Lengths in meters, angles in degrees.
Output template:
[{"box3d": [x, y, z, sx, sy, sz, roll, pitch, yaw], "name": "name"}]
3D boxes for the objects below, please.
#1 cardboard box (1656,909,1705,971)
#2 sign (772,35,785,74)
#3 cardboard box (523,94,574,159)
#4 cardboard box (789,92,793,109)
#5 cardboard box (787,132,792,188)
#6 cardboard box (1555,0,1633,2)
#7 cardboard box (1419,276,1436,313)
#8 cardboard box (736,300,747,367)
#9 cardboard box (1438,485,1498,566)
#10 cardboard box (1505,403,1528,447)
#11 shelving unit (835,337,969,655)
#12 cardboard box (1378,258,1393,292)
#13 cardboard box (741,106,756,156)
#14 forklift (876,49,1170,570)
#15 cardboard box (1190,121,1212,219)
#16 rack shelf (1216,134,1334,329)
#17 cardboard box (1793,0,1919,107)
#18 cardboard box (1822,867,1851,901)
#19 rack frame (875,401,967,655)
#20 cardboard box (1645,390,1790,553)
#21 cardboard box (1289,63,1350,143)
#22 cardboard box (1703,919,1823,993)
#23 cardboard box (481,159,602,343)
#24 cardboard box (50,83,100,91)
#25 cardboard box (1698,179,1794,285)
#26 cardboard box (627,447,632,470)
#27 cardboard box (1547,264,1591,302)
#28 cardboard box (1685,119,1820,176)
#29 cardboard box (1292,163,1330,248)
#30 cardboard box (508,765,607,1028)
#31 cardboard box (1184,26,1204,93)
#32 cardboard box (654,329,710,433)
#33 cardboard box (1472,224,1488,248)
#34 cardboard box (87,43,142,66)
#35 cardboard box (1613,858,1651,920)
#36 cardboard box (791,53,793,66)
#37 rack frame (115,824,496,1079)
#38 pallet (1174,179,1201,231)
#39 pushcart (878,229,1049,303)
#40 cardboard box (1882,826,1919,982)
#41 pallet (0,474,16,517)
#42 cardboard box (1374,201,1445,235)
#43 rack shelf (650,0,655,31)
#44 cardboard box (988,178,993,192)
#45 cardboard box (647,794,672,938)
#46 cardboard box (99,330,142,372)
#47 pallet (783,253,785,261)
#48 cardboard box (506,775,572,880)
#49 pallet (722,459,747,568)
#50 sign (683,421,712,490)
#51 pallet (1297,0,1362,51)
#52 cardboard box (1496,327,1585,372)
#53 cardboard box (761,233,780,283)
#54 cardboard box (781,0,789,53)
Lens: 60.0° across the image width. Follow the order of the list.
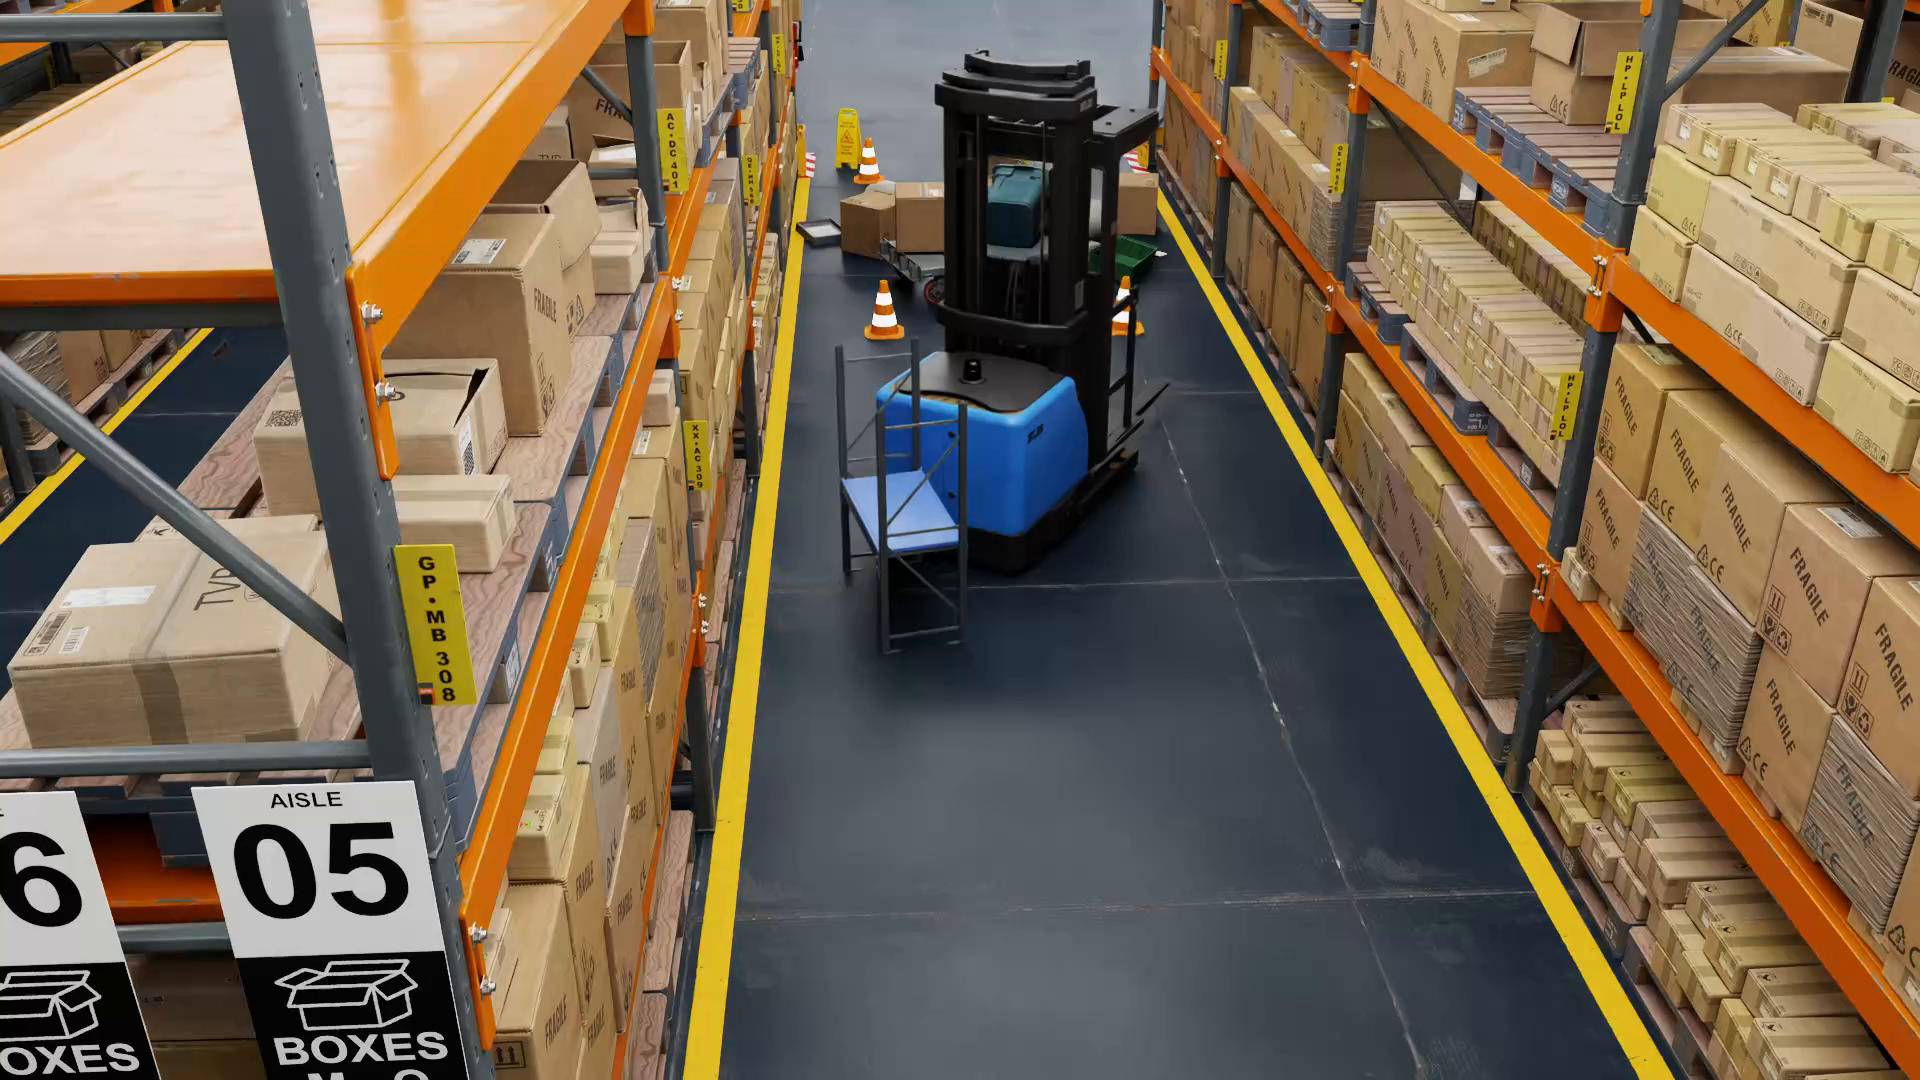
[{"box3d": [3.054, 1.621, 6.705, 0.380, 0.149, 0.250, -2, 28, -3], "name": "cardboard box"}, {"box3d": [-1.551, -4.153, 14.217, 0.100, 0.325, 0.005, -1, 28, -3], "name": "sign"}, {"box3d": [-1.943, -1.809, 7.373, 0.500, 0.311, 0.500, -1, 28, -3], "name": "cardboard box"}, {"box3d": [-1.925, -4.528, 17.194, 0.380, 0.149, 0.250, -1, 28, -1], "name": "cardboard box"}, {"box3d": [-1.931, -3.690, 16.289, 0.500, 0.500, 0.500, 0, 28, 0], "name": "cardboard box"}, {"box3d": [3.410, -2.883, 8.855, 0.396, 0.266, 0.258, -1, 28, -3], "name": "cardboard box"}, {"box3d": [2.926, -1.442, 9.768, 0.380, 0.149, 0.250, -1, 28, -3], "name": "cardboard box"}, {"box3d": [-1.568, -1.248, 10.062, 0.500, 0.250, 0.500, -1, 28, -2], "name": "cardboard box"}, {"box3d": [2.946, -0.082, 9.102, 0.500, 0.250, 0.500, 0, 28, 0], "name": "cardboard box"}, {"box3d": [3.007, -0.585, 8.446, 0.380, 0.149, 0.250, -1, 28, -3], "name": "cardboard box"}, {"box3d": [-0.344, -0.271, 9.647, 0.538, 1.500, 1.048, -8, 28, -14], "name": "shelving unit"}, {"box3d": [2.878, -1.683, 10.551, 0.380, 0.149, 0.250, 0, 28, 0], "name": "cardboard box"}, {"box3d": [-1.757, -2.839, 12.066, 0.500, 0.500, 0.500, -1, 28, -2], "name": "cardboard box"}, {"box3d": [0.593, -1.763, 10.961, 1.130, 2.935, 3.031, 14, 30, 24], "name": "forklift"}, {"box3d": [2.819, -3.743, 16.527, 0.875, 0.875, 0.875, -1, 28, -2], "name": "cardboard box"}, {"box3d": [2.938, -2.548, 13.170, 1.077, 0.370, 4.000, -1, 28, -3], "name": "rack shelf"}, {"box3d": [7.693, -3.946, 13.969, 1.000, 1.000, 1.000, -1, 28, -2], "name": "cardboard box"}, {"box3d": [3.181, 1.121, 5.628, 0.380, 0.149, 0.250, -3, 28, -5], "name": "cardboard box"}, {"box3d": [-0.205, -0.045, 9.214, 0.500, 1.500, 0.032, -8, 28, -14], "name": "rack frame"}, {"box3d": [3.073, -0.263, 6.499, 0.500, 0.500, 0.500, -2, 28, -4], "name": "cardboard box"}, {"box3d": [2.945, -3.345, 12.731, 0.700, 0.500, 0.500, -2, 28, -3], "name": "cardboard box"}, {"box3d": [3.118, 1.604, 6.416, 0.380, 0.149, 0.250, -1, 28, -2], "name": "cardboard box"}, {"box3d": [-1.585, -0.915, 5.342, 0.797, 0.503, 0.637, 1, 28, 1], "name": "cardboard box"}, {"box3d": [-7.257, -3.668, 13.729, 0.380, 0.149, 0.250, -2, 28, -4], "name": "cardboard box"}, {"box3d": [3.058, -1.123, 6.038, 0.500, 0.250, 0.500, -1, 28, -3], "name": "cardboard box"}, {"box3d": [-1.445, -0.331, 6.251, 0.380, 0.149, 0.250, -1, 28, -3], "name": "cardboard box"}, {"box3d": [3.591, -1.470, 9.499, 0.380, 0.149, 0.250, 0, 28, 0], "name": "cardboard box"}, {"box3d": [3.005, -1.492, 6.313, 0.380, 0.149, 0.250, -3, 28, -5], "name": "cardboard box"}, {"box3d": [2.726, -2.420, 12.038, 0.500, 0.500, 0.500, -1, 28, -3], "name": "cardboard box"}, {"box3d": [-1.253, 0.962, 4.472, 0.500, 0.500, 0.500, -2, 28, -4], "name": "cardboard box"}, {"box3d": [2.712, -4.776, 16.501, 0.875, 0.550, 0.500, -1, 28, -3], "name": "cardboard box"}, {"box3d": [-1.423, -0.628, 7.521, 0.500, 0.500, 0.500, -1, 28, -2], "name": "cardboard box"}, {"box3d": [3.523, -1.933, 10.709, 0.380, 0.149, 0.250, -1, 28, -2], "name": "cardboard box"}, {"box3d": [-7.352, -4.224, 14.474, 0.380, 0.149, 0.250, -2, 28, -4], "name": "cardboard box"}, {"box3d": [3.091, 1.510, 7.241, 0.380, 0.149, 0.250, -2, 28, -4], "name": "cardboard box"}, {"box3d": [-1.957, -5.079, 17.516, 0.380, 0.149, 0.250, -2, 28, -3], "name": "cardboard box"}, {"box3d": [-1.478, 1.917, 3.831, 1.000, 3.000, 0.127, -1, 28, -3], "name": "rack frame"}, {"box3d": [2.805, -3.472, 17.180, 1.003, 0.211, 1.213, -1, 28, -3], "name": "pallet"}, {"box3d": [0.169, -2.540, 15.212, 1.648, 0.377, 0.936, -11, 30, -20], "name": "pushcart"}, {"box3d": [3.158, 1.135, 4.900, 0.500, 0.500, 0.500, -2, 28, -3], "name": "cardboard box"}, {"box3d": [-6.852, -0.074, 10.663, 1.003, 0.211, 1.213, -1, 28, -3], "name": "pallet"}, {"box3d": [2.873, -2.062, 10.635, 0.380, 0.149, 0.250, -1, 28, -3], "name": "cardboard box"}, {"box3d": [-1.792, -3.018, 8.015, 1.077, 0.370, 4.000, -1, 28, -3], "name": "rack shelf"}, {"box3d": [0.363, -3.244, 16.278, 0.797, 0.637, 0.503, -1, 28, -3], "name": "cardboard box"}, {"box3d": [-1.762, 1.312, 7.307, 0.875, 0.438, 0.875, -2, 28, -3], "name": "cardboard box"}, {"box3d": [-6.949, -1.690, 12.861, 0.875, 0.625, 0.625, -2, 28, -5], "name": "cardboard box"}, {"box3d": [-2.175, -2.698, 15.694, 1.003, 0.211, 1.213, -1, 28, -3], "name": "pallet"}, {"box3d": [-1.204, 0.729, 4.218, 0.380, 0.149, 0.250, -1, 28, -1], "name": "cardboard box"}, {"box3d": [-1.930, -0.175, 10.858, 1.003, 0.211, 1.213, -1, 28, -3], "name": "pallet"}, {"box3d": [-1.133, -0.363, 7.181, 0.100, 0.325, 0.005, -1, 28, -3], "name": "sign"}, {"box3d": [2.955, -3.486, 11.151, 1.213, 0.211, 1.003, 0, 28, 0], "name": "pallet"}, {"box3d": [2.995, -0.980, 8.560, 0.380, 0.149, 0.250, -1, 28, -3], "name": "cardboard box"}, {"box3d": [-2.075, -2.404, 14.503, 0.950, 0.372, 0.625, -1, 28, -2], "name": "cardboard box"}, {"box3d": [-1.916, -4.689, 14.986, 0.700, 0.500, 0.500, -1, 28, -2], "name": "cardboard box"}]
